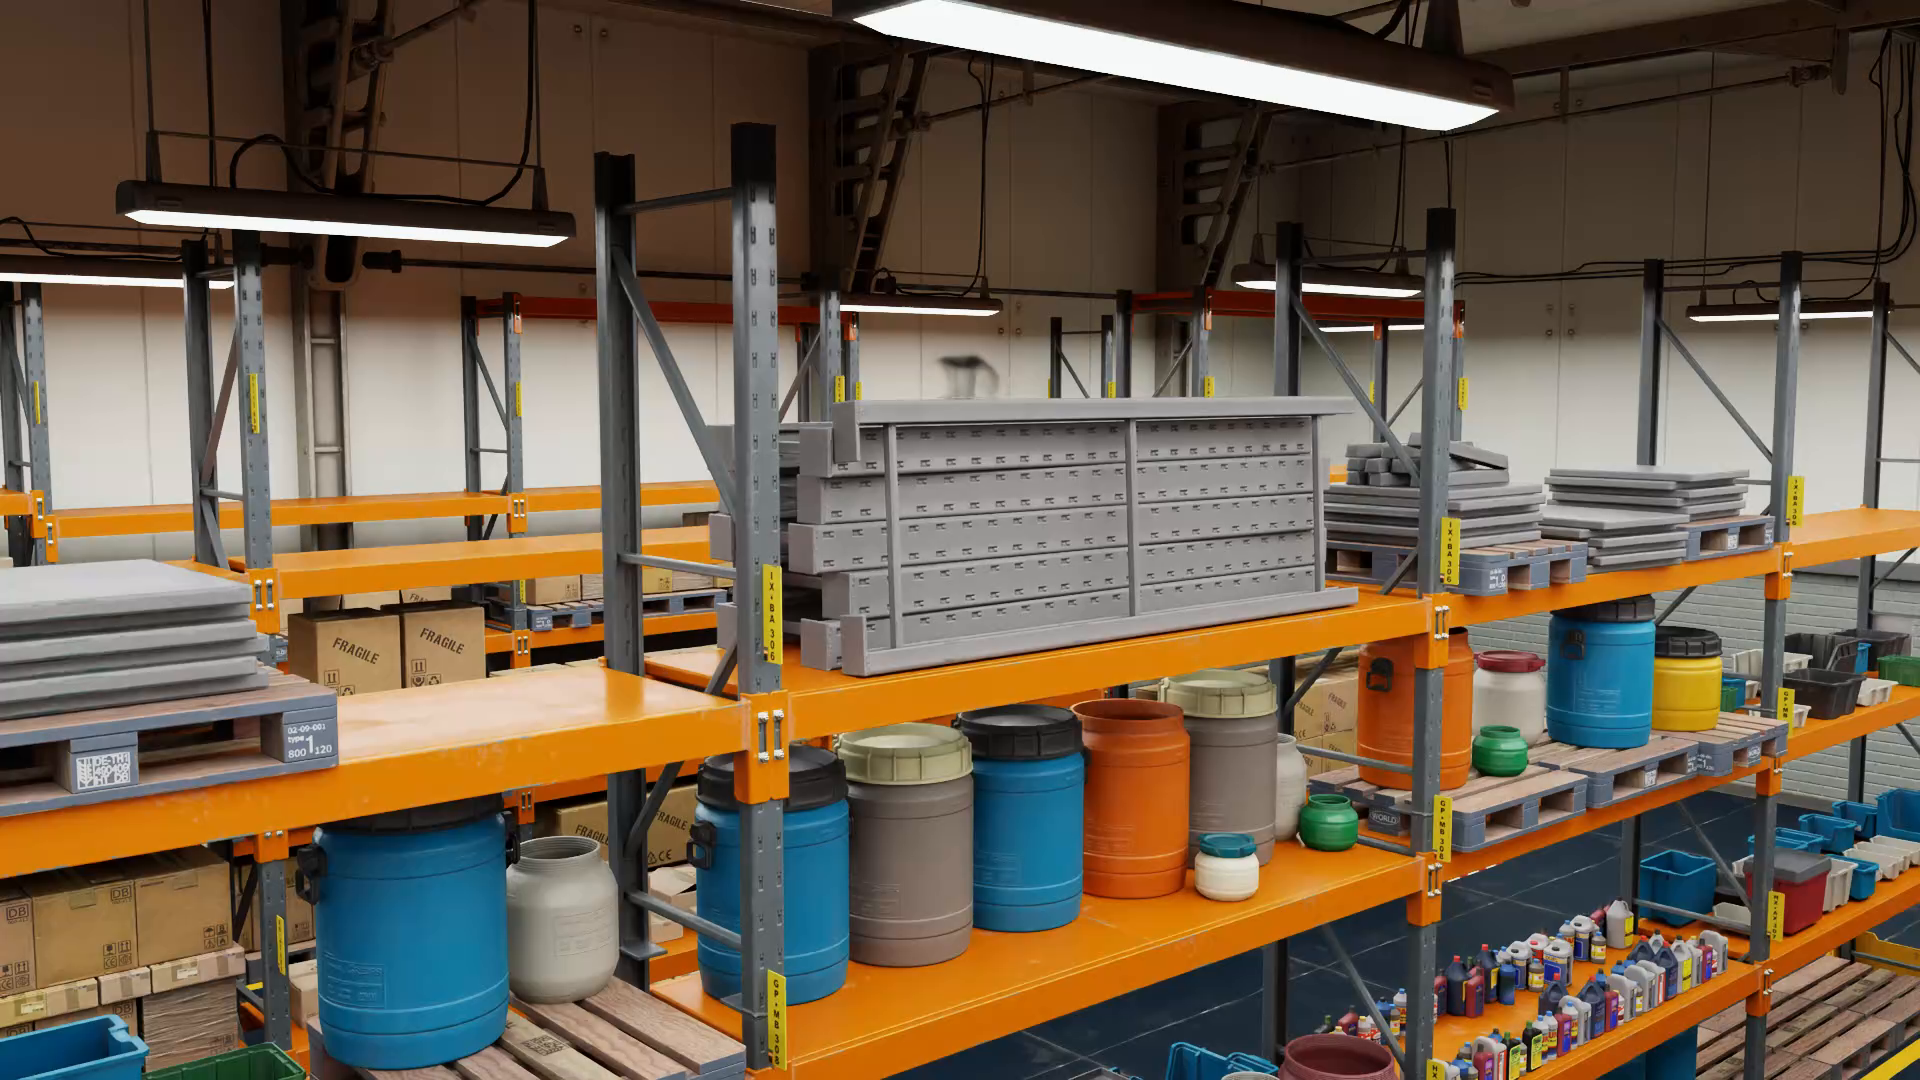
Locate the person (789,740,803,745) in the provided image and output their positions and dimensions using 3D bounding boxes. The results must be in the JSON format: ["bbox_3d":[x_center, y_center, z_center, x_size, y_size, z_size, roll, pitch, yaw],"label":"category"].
[{"bbox_3d":[-1.612,2.741,16.455,0.749,1.844,0.641,-5,7,-42],"label":"person"}]
